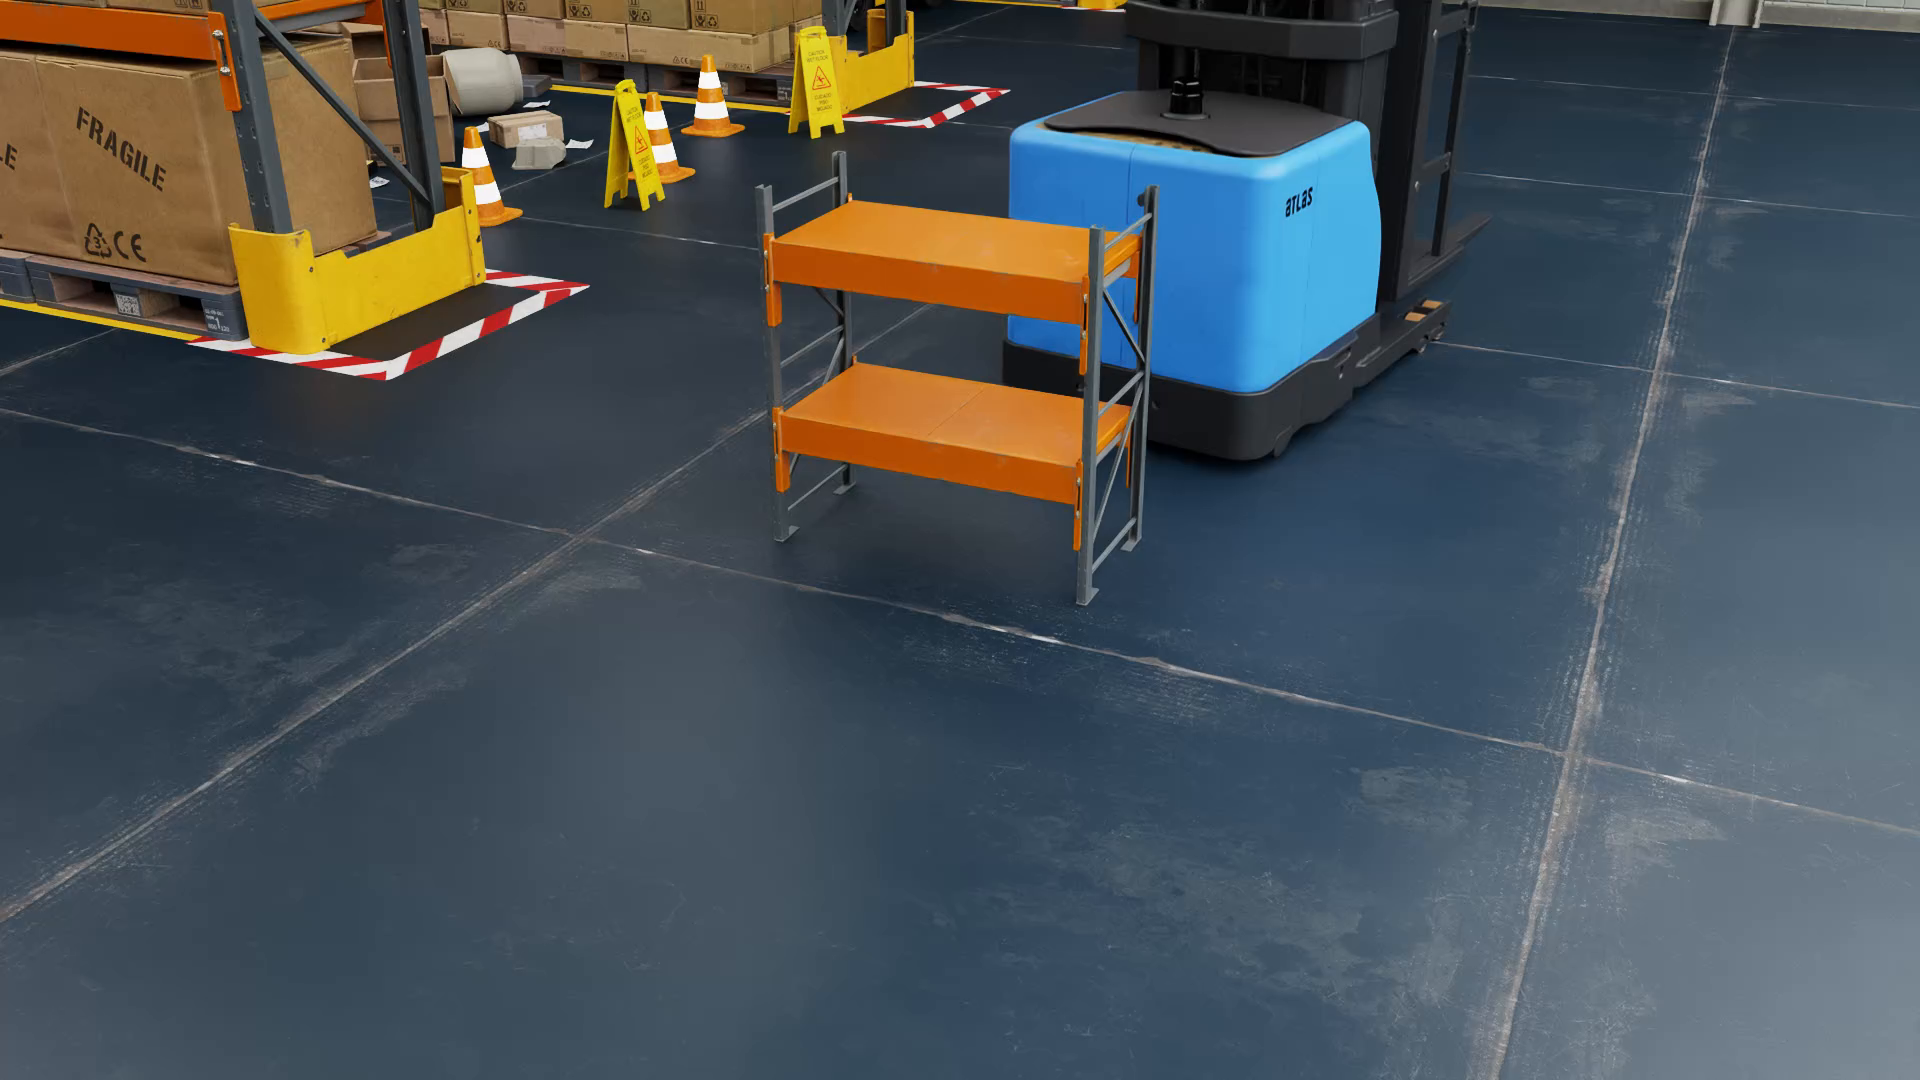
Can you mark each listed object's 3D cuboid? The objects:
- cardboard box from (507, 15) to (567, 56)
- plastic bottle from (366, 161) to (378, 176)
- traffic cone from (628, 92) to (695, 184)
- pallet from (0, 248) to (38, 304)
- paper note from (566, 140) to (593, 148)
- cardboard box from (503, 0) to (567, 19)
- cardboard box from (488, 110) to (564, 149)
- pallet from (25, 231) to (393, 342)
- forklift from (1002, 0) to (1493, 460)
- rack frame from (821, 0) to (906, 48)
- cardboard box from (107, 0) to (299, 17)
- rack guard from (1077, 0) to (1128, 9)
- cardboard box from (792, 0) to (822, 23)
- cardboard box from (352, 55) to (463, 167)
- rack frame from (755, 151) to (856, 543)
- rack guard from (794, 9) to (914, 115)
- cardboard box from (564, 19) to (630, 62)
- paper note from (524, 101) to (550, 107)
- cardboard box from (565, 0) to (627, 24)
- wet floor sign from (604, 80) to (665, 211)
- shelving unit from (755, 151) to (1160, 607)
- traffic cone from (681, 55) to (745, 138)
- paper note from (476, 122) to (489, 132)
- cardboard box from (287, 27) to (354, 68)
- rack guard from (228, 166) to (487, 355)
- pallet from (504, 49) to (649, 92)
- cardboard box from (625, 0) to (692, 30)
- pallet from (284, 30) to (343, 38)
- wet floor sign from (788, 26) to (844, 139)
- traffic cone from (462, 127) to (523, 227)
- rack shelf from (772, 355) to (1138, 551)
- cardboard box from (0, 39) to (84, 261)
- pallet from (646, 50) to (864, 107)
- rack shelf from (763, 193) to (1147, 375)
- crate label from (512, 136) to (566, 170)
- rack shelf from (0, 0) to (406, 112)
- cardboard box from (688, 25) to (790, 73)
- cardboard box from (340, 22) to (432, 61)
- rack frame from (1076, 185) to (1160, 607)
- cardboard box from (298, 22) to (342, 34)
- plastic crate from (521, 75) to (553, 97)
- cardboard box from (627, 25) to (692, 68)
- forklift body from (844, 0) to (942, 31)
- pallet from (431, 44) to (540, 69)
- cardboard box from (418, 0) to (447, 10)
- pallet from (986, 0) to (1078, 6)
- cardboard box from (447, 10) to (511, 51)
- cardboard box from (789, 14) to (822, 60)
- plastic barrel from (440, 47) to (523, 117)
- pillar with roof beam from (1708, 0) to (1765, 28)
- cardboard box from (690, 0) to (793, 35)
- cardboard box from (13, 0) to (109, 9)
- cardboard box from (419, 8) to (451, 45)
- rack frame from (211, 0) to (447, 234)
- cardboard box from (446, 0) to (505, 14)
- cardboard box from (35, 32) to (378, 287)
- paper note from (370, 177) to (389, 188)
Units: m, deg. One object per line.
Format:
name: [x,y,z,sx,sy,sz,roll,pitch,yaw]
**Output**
cardboard box: [-2.874,-3.651,11.907,0.500,0.250,0.500,11,28,21]
plastic bottle: [-3.489,-2.127,9.500,0.283,0.061,0.133,2,26,4]
traffic cone: [-1.708,-2.283,9.364,0.334,0.463,0.336,11,28,22]
pallet: [-4.457,-1.449,7.953,1.213,0.211,1.003,11,28,22]
paper note: [-2.317,-2.410,10.111,0.142,0.019,0.148,2,26,4]
cardboard box: [-2.885,-3.988,11.742,0.500,0.500,0.500,13,29,24]
cardboard box: [-2.662,-2.518,10.197,0.380,0.149,0.250,-18,31,-31]
pallet: [-3.350,-1.225,7.499,1.213,0.211,1.003,11,28,22]
forklift: [1.398,-2.184,6.368,1.130,2.935,3.031,17,31,30]
rack frame: [-0.633,-4.370,10.730,0.127,3.000,1.000,11,28,22]
cardboard box: [-2.946,-2.478,6.718,0.550,0.550,0.875,11,28,22]
rack guard: [1.440,-5.241,15.329,0.348,0.500,1.175,11,28,22]
cardboard box: [-1.275,-3.924,11.613,0.500,0.500,0.500,10,28,20]
cardboard box: [-3.280,-2.553,9.866,0.637,0.503,0.797,-7,27,-14]
rack frame: [-0.469,-0.599,5.193,0.032,1.125,0.500,11,28,22]
rack guard: [-0.702,-3.262,11.310,0.348,0.500,1.175,11,28,22]
cardboard box: [-2.427,-3.556,11.714,0.500,0.250,0.500,10,28,20]
paper note: [-2.842,-2.931,11.169,0.148,0.019,0.142,2,26,4]
cardboard box: [-2.403,-3.892,11.548,0.500,0.500,0.500,11,28,21]
wet floor sign: [-1.744,-2.096,8.776,0.232,0.644,0.267,6,27,13]
shelving unit: [-0.006,-0.506,5.004,1.048,1.125,0.538,11,28,22]
traffic cone: [-1.558,-2.792,10.397,0.334,0.463,0.336,11,28,22]
paper note: [-3.028,-2.621,10.552,0.142,0.019,0.148,23,35,39]
cardboard box: [-4.134,-2.782,10.177,0.503,0.637,0.797,11,28,22]
rack guard: [-2.568,-1.235,7.193,0.348,0.500,1.175,11,28,22]
pallet: [-2.534,-3.519,12.159,1.213,0.211,1.003,11,28,22]
cardboard box: [-1.947,-3.797,11.355,0.500,0.500,0.500,12,29,24]
pallet: [-4.983,-3.992,13.119,1.213,0.211,1.003,11,28,22]
wet floor sign: [-0.903,-2.849,10.306,0.232,0.644,0.267,23,35,39]
traffic cone: [-2.486,-1.891,8.567,0.334,0.463,0.336,11,28,22]
rack shelf: [-0.006,-0.287,5.112,1.000,0.278,0.538,11,28,22]
cardboard box: [-4.036,-1.854,7.549,0.875,0.875,0.875,11,28,21]
pallet: [-1.427,-3.296,11.705,1.213,0.211,1.003,11,28,22]
rack shelf: [-0.006,-0.768,4.875,1.000,0.278,0.538,11,28,22]
crate label: [-2.450,-2.256,9.677,0.298,0.136,0.250,-2,26,-5]
rack shelf: [-4.410,-2.404,7.552,4.000,0.370,1.077,11,28,22]
cardboard box: [-1.502,-3.369,11.334,0.500,0.250,0.500,11,28,22]
cardboard box: [-3.862,-3.238,11.258,0.500,0.500,0.500,-12,29,-23]
rack frame: [0.457,-0.413,4.815,0.032,1.125,0.500,11,28,22]
cardboard box: [-4.753,-4.206,12.896,0.625,0.372,0.950,12,29,22]
plastic crate: [-3.184,-3.175,11.608,0.583,0.080,0.402,2,26,4]
cardboard box: [-1.948,-3.462,11.524,0.500,0.250,0.500,11,28,22]
forklift body: [-1.063,-5.599,14.187,1.214,2.155,2.313,11,28,22]
pallet: [-3.648,-3.742,12.611,1.213,0.211,1.003,11,28,22]
cardboard box: [-3.849,-4.176,12.125,0.500,0.500,0.500,13,29,24]
pallet: [0.705,-5.239,15.651,1.213,0.211,1.003,11,28,22]
cardboard box: [-3.358,-3.747,12.102,0.500,0.250,0.500,13,29,25]
cardboard box: [-1.253,-3.584,11.770,0.500,0.250,0.500,11,28,21]
plastic barrel: [-3.140,-2.983,10.830,0.512,0.421,0.421,-12,29,-23]
pillar with roof beam: [4.837,-6.720,8.711,0.400,9.000,9.100,11,28,22]
cardboard box: [-1.470,-3.703,11.164,0.500,0.500,0.500,12,28,22]
cardboard box: [-3.456,-2.570,6.904,0.550,0.550,0.875,11,28,22]
cardboard box: [-3.849,-3.840,12.291,0.500,0.250,0.500,10,28,19]
rack frame: [-2.590,-2.361,6.650,0.127,3.000,1.000,11,28,22]
cardboard box: [-3.357,-4.083,11.936,0.500,0.500,0.500,13,29,24]
cardboard box: [-3.235,-1.694,7.224,0.875,0.875,0.875,12,28,22]
paper note: [-3.277,-1.990,9.260,0.142,0.017,0.144,23,35,39]
